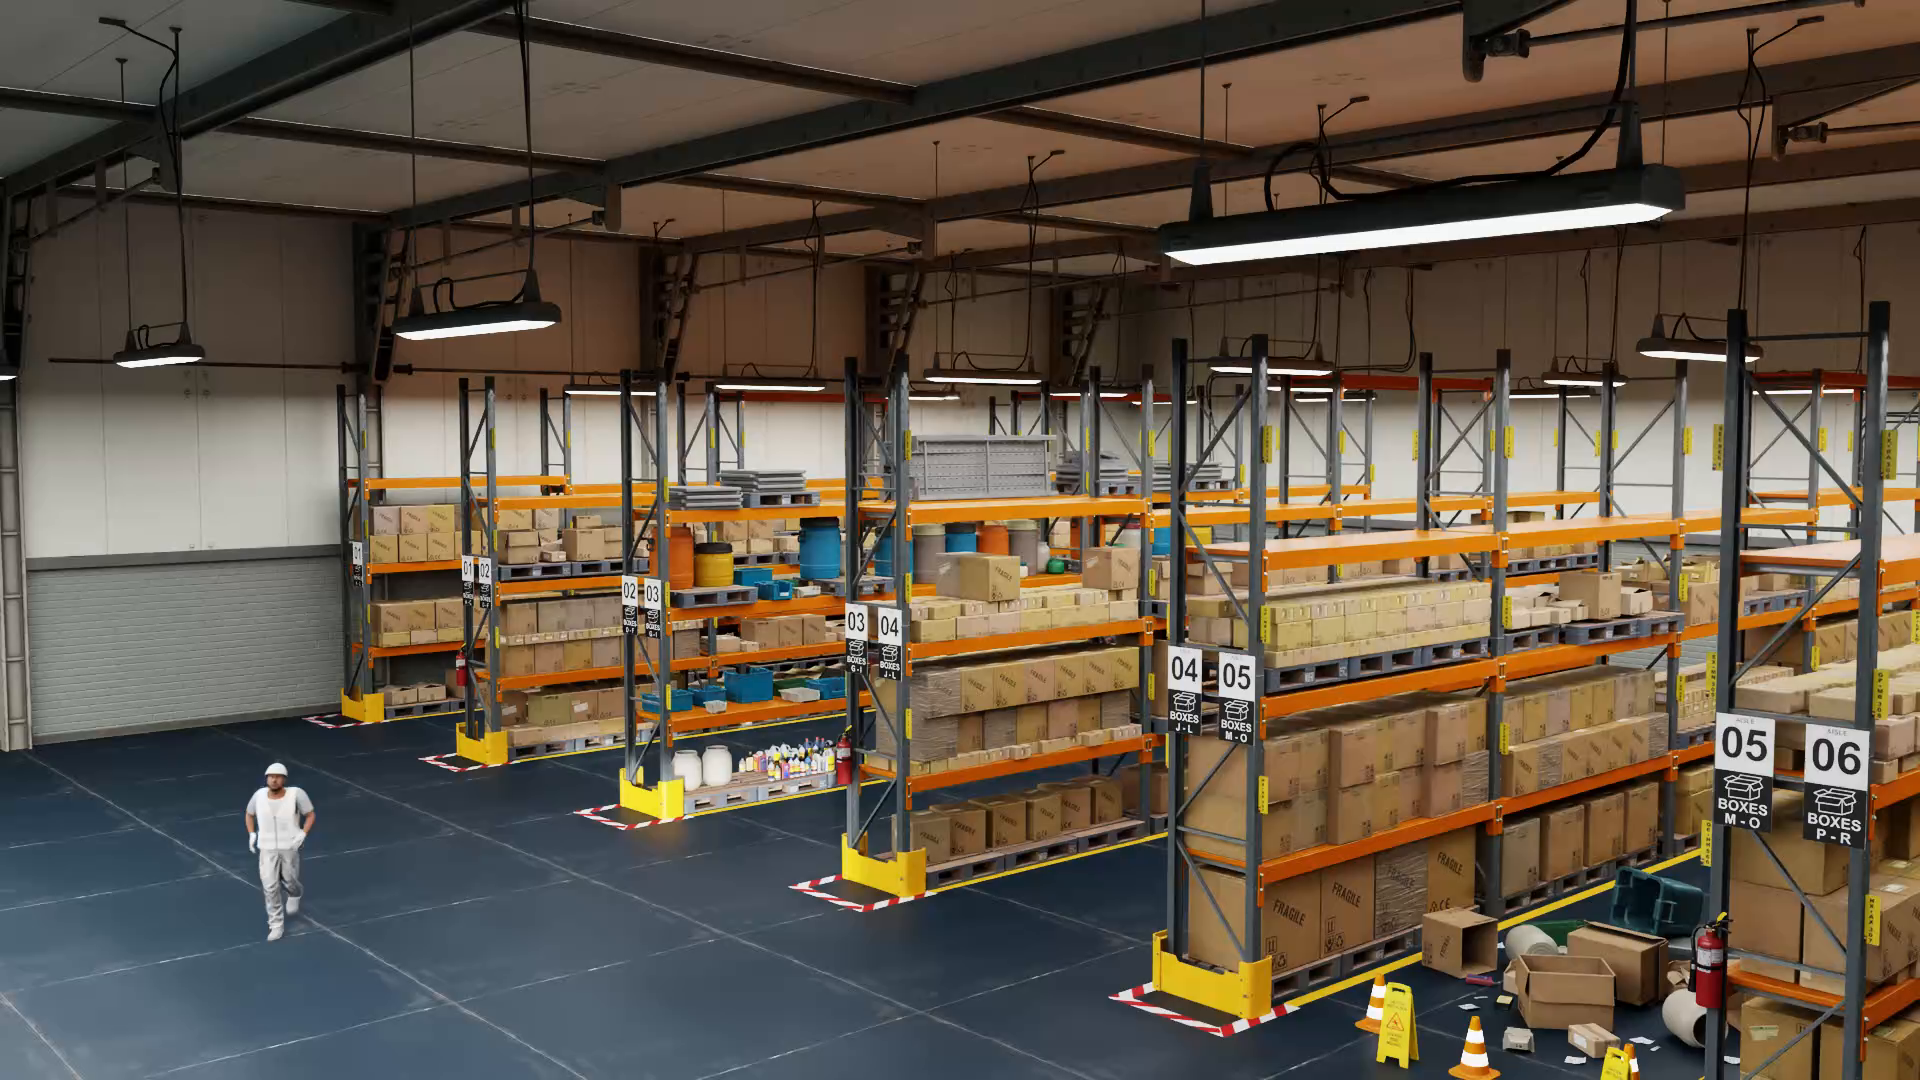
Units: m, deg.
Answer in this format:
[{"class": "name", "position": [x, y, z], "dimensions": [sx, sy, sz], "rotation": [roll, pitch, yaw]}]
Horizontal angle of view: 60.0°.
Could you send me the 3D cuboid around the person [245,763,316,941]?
[{"class": "person", "position": [-7.019, 3.165, 17.176], "dimensions": [0.697, 1.767, 0.827], "rotation": [-1, 4, -14]}]
